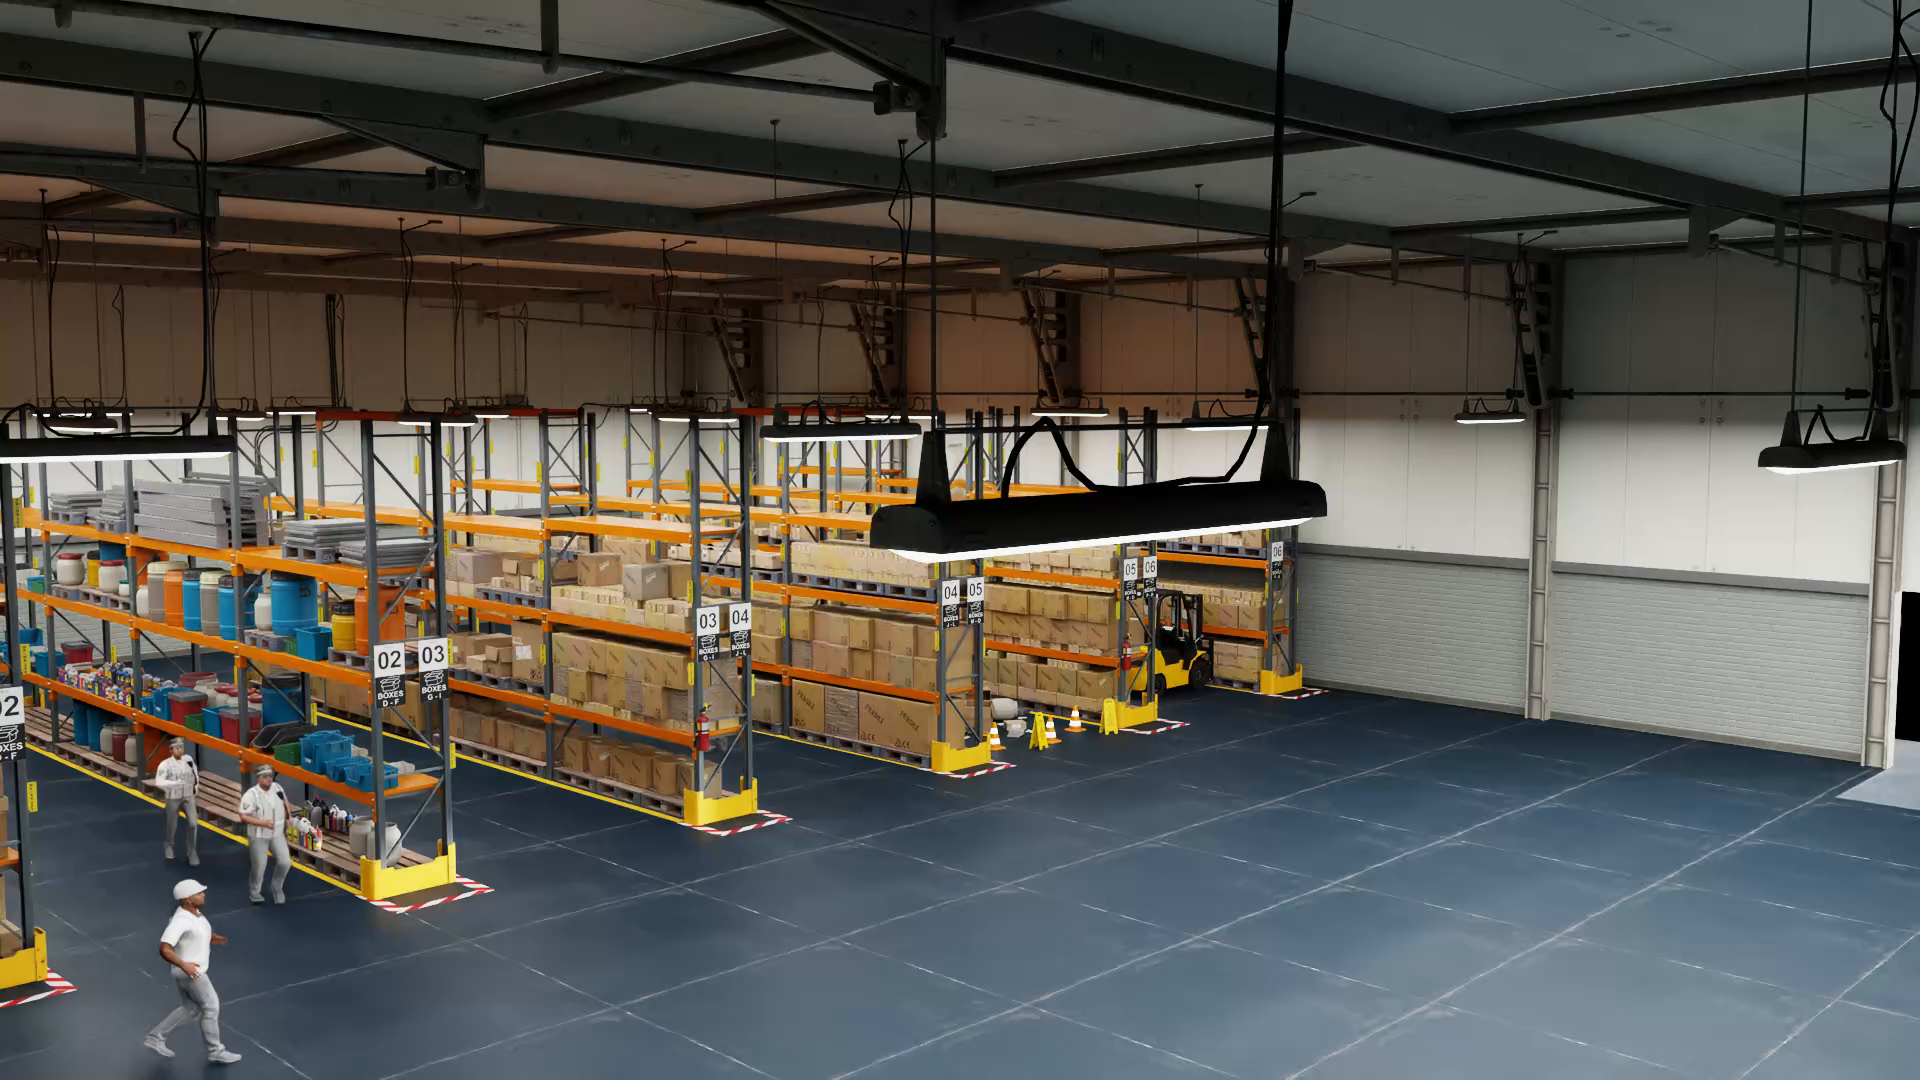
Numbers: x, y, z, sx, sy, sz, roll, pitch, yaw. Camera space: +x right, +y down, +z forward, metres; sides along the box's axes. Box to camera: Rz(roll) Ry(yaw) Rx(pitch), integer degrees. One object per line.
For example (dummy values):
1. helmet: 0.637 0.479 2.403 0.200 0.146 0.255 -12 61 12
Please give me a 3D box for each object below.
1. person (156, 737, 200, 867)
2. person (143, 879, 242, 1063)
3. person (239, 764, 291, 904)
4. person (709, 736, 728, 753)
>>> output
1. person: -10.511 3.504 22.366 0.626 1.758 0.768 -5 7 -44
2. person: -7.239 4.063 15.619 0.853 1.772 0.698 -2 5 -21
3. person: -8.509 3.651 20.504 0.684 1.818 0.693 5 7 42
4. person: -4.246 2.860 29.205 0.727 1.810 0.656 3 6 33
